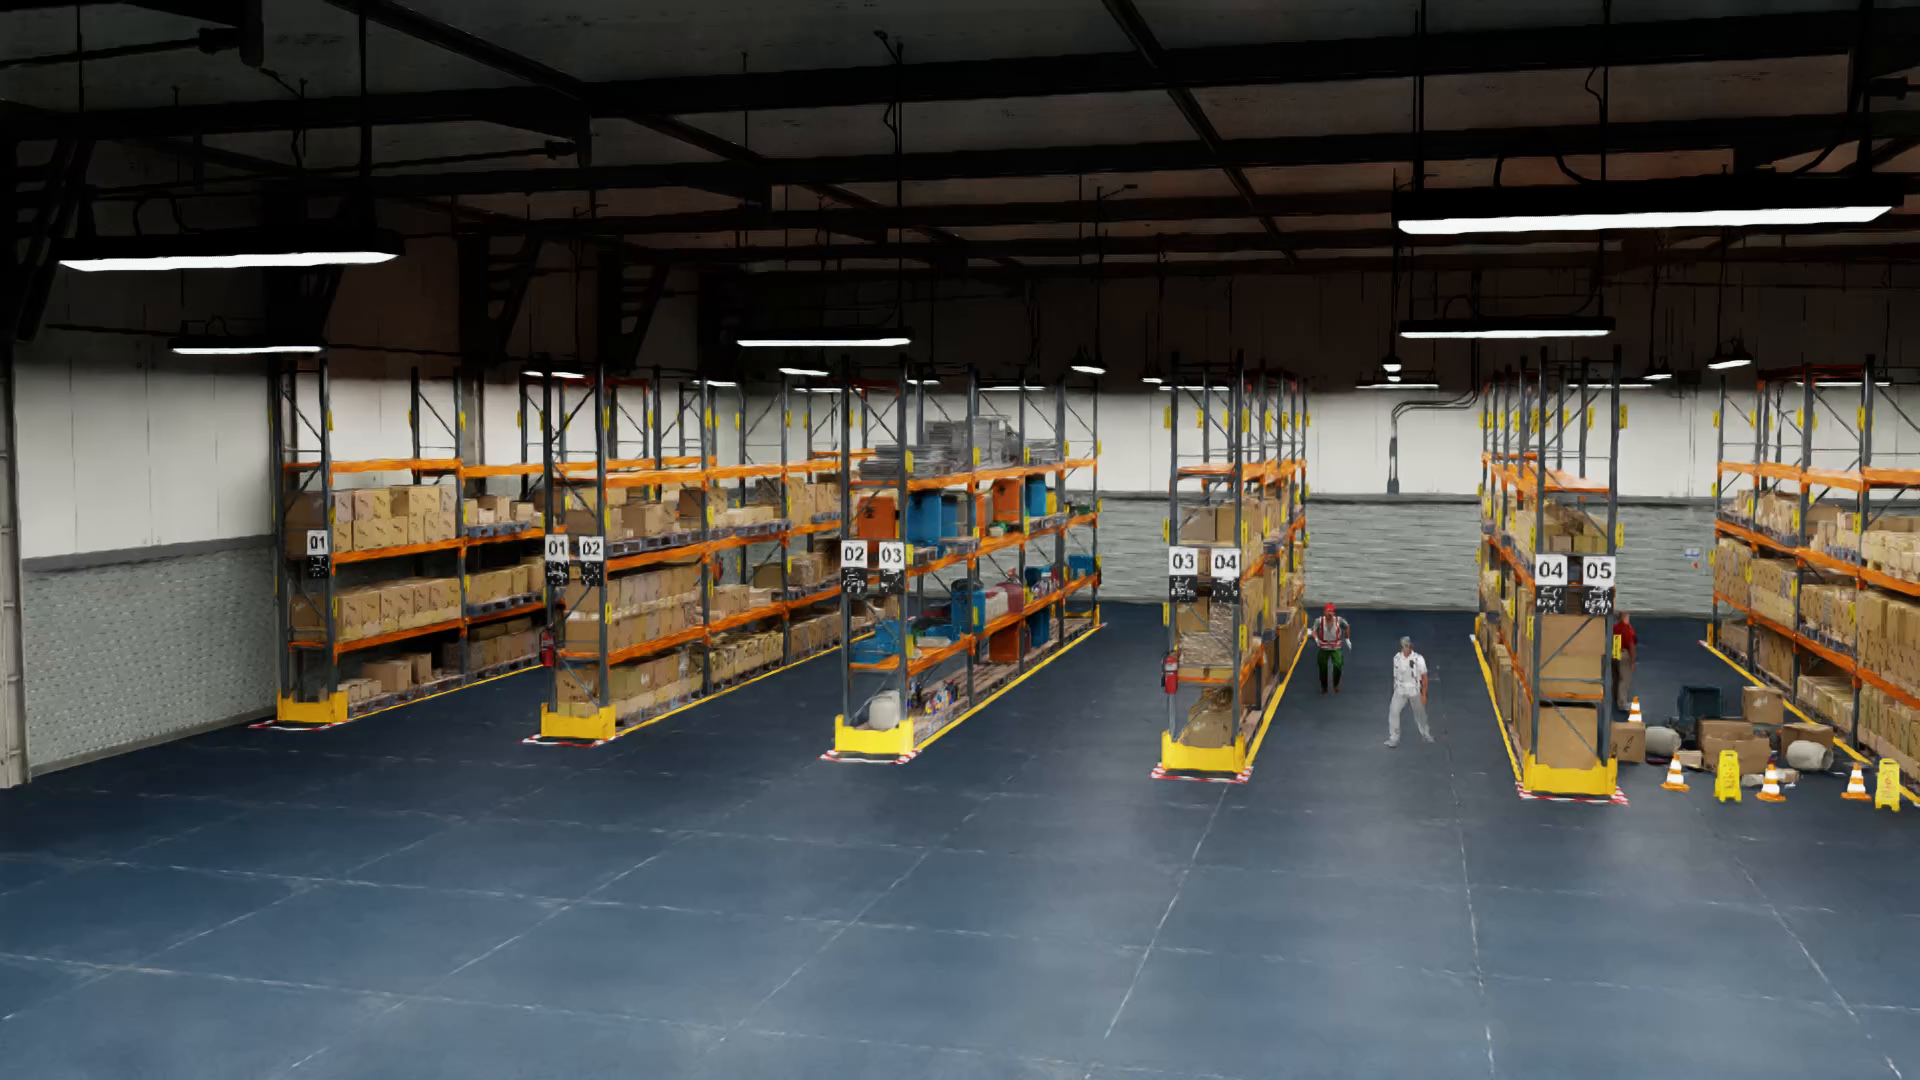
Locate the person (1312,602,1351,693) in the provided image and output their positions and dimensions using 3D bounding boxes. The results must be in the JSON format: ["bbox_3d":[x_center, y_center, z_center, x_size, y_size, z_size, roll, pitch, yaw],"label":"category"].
[{"bbox_3d":[6.759,1.977,30.324,0.688,1.712,0.782,1,4,20],"label":"person"}]

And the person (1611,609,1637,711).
[{"bbox_3d":[11.507,2.056,28.772,0.450,1.731,0.589,-1,4,-15],"label":"person"}]

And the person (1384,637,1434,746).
[{"bbox_3d":[6.927,2.312,25.594,0.585,1.697,0.977,3,5,35],"label":"person"}]

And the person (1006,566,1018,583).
[{"bbox_3d":[1.244,1.437,37.880,0.687,1.693,0.611,-4,6,-42],"label":"person"}]
